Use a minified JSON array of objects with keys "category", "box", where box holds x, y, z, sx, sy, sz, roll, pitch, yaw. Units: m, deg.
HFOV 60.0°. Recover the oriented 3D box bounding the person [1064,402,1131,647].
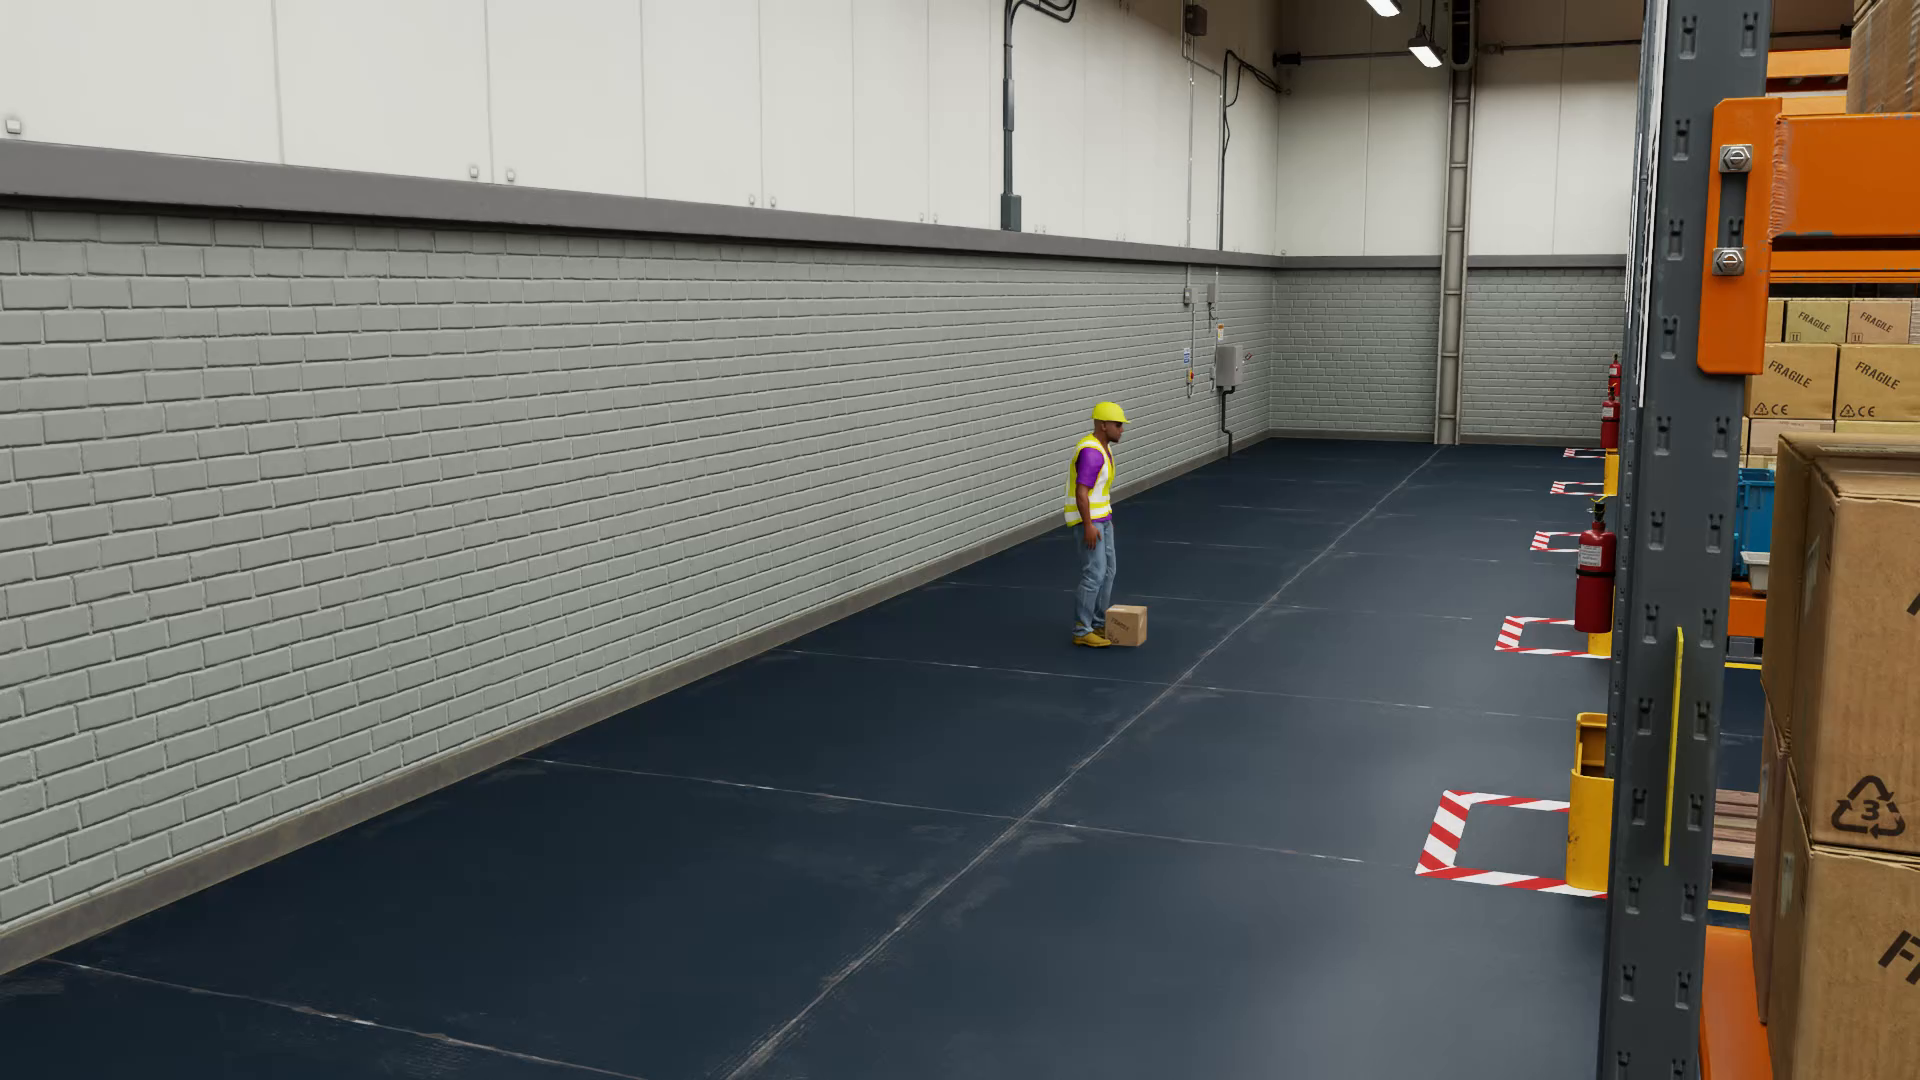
[{"category":"person","box":[1.002,-0.129,12.146,0.460,1.759,0.629,3,9,18]}]
